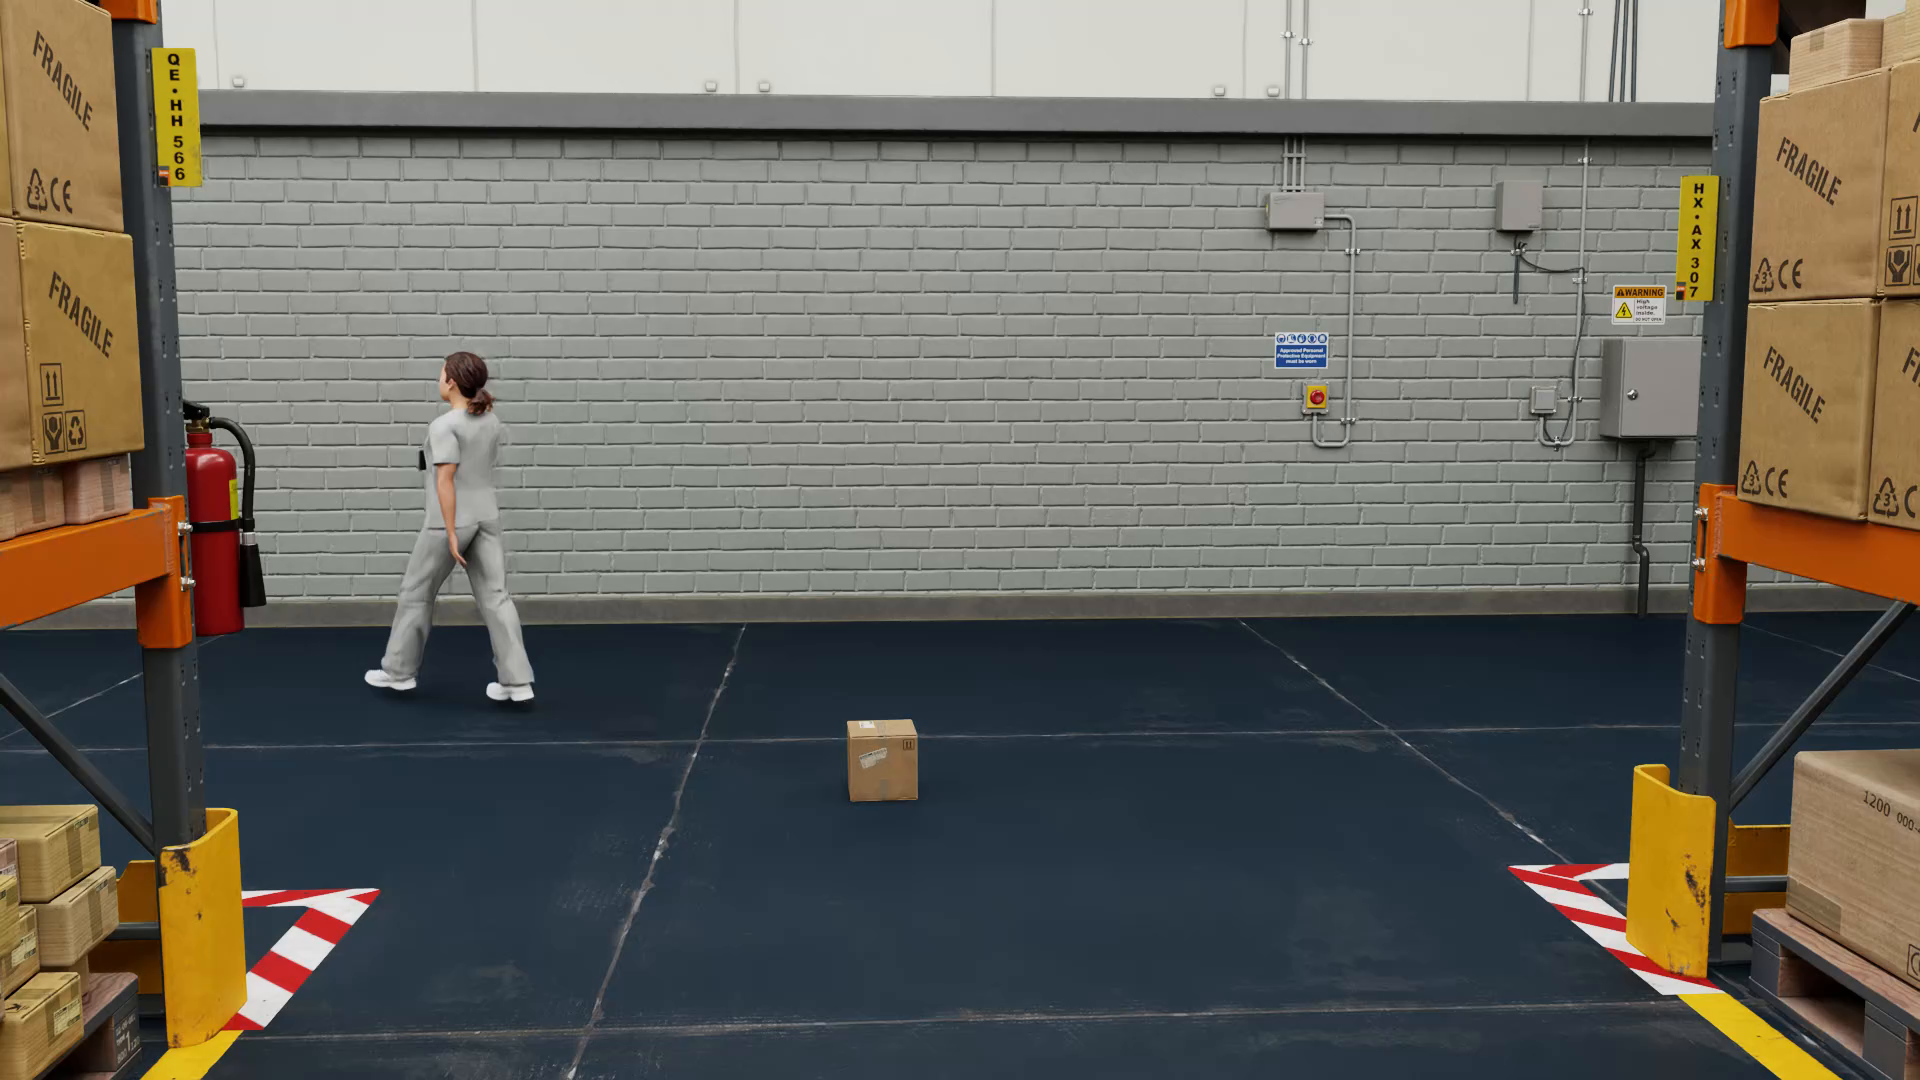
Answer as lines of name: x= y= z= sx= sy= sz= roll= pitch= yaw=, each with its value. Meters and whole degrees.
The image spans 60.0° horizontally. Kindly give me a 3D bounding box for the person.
person: x=-2.392 y=-0.074 z=7.793 sx=0.983 sy=1.612 sz=0.444 roll=5 pitch=8 yaw=34
